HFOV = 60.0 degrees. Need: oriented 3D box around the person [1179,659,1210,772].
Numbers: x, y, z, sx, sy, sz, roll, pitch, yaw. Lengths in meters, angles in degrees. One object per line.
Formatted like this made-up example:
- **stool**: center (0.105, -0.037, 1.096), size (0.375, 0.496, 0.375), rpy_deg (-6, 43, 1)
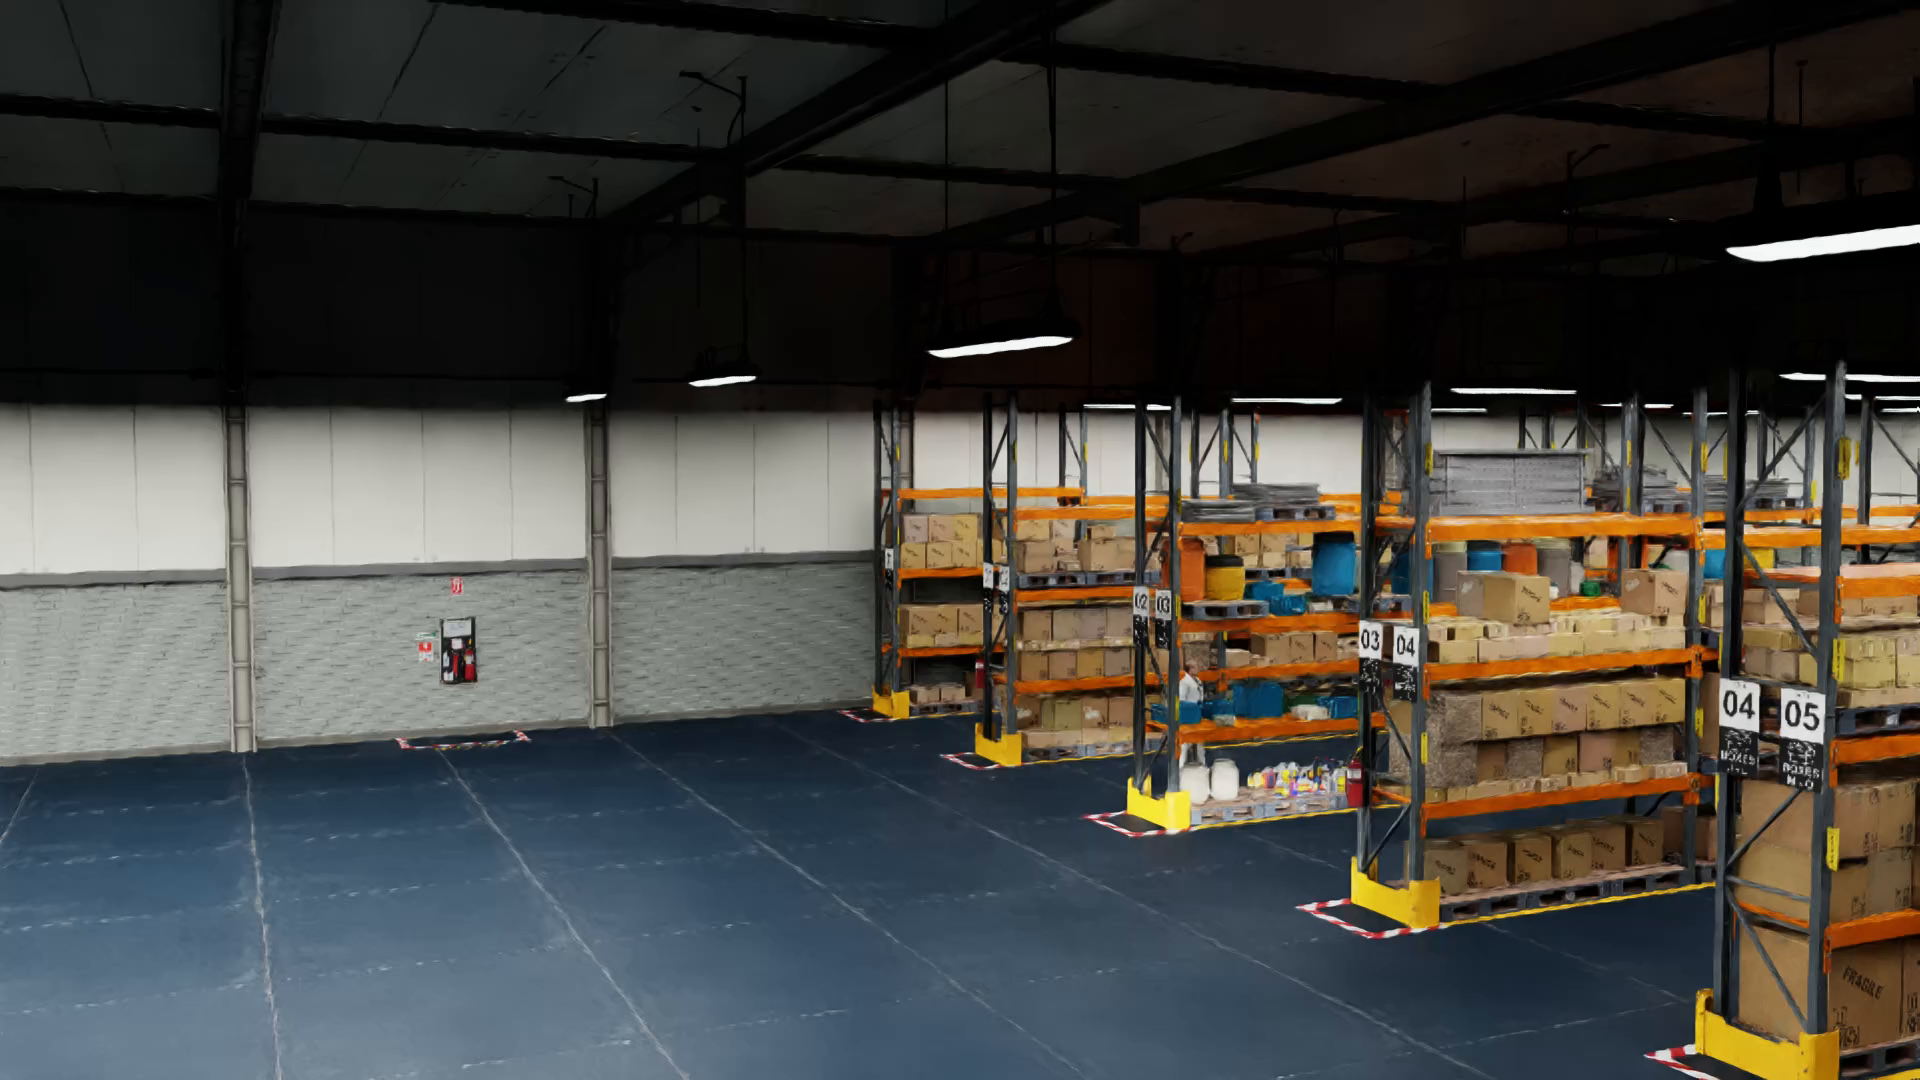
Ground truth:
- **person**: center (3.649, 2.846, 25.896), size (0.515, 1.596, 0.638), rpy_deg (3, 4, 37)
